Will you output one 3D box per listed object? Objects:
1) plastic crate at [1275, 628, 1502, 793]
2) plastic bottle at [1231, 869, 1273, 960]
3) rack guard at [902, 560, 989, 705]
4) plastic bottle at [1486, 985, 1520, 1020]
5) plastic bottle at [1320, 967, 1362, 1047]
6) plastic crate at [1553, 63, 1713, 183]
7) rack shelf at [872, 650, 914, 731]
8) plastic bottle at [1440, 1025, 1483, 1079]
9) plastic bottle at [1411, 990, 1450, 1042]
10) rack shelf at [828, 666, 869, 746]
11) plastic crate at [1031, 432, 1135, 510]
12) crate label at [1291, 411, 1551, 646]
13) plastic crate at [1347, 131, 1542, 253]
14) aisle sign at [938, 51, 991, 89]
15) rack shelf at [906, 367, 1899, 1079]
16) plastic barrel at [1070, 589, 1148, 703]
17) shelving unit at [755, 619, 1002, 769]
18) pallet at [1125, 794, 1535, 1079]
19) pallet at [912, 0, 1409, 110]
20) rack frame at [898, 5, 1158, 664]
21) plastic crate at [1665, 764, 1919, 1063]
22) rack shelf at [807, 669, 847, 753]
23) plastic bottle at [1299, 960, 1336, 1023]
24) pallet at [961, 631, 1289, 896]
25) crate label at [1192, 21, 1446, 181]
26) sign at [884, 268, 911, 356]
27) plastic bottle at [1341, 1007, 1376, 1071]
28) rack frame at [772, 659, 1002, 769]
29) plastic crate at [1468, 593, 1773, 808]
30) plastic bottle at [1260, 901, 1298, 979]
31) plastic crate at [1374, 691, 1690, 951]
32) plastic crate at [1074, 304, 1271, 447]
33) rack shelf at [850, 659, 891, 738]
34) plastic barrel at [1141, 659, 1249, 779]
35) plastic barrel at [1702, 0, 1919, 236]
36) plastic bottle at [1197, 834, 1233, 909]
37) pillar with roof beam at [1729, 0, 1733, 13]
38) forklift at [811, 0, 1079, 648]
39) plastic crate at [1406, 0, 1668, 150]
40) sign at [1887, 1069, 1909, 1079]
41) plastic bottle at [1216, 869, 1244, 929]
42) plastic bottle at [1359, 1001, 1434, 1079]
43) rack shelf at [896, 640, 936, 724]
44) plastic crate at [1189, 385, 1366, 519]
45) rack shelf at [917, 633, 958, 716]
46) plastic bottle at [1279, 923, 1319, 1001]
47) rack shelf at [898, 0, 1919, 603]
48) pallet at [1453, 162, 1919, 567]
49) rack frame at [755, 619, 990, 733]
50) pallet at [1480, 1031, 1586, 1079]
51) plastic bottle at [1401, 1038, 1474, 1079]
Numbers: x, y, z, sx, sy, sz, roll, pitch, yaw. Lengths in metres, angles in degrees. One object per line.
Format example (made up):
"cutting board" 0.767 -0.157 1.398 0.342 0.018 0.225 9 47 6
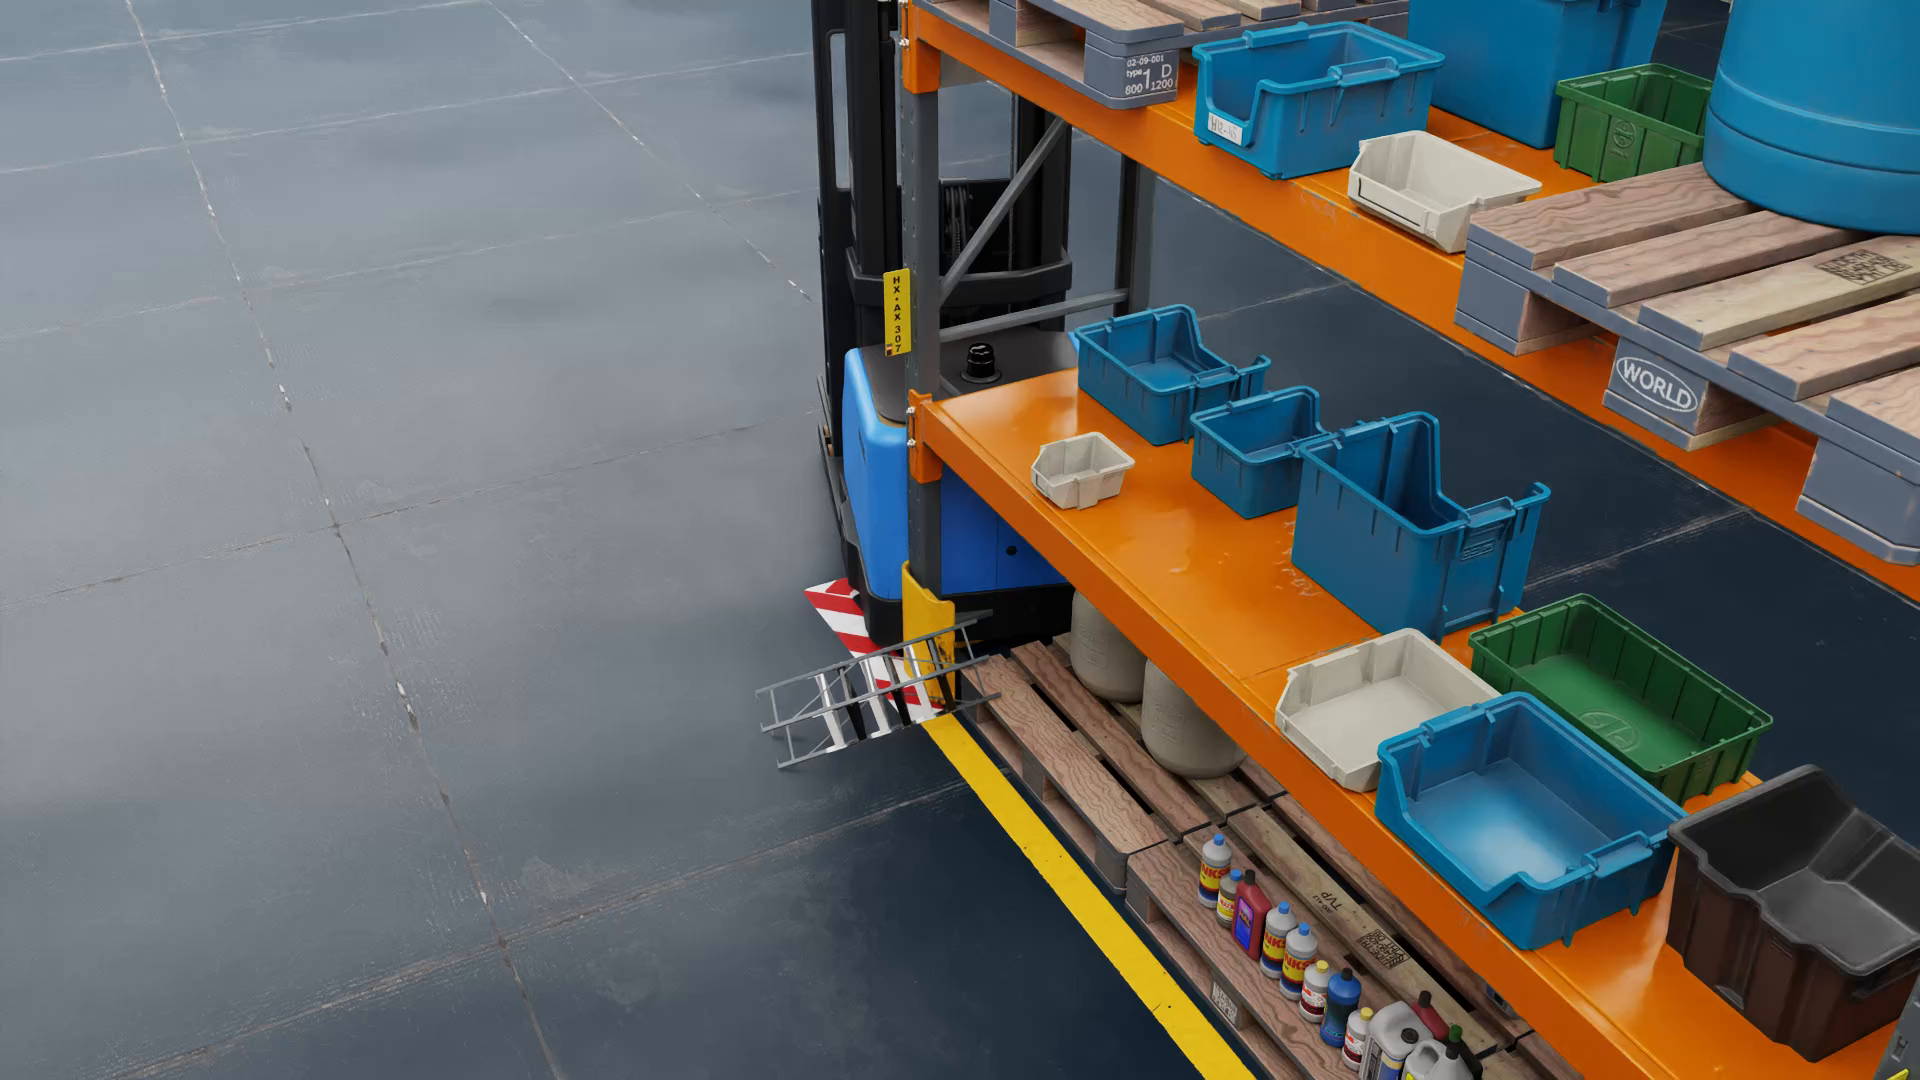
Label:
"plastic crate" 1.148 0.471 4.479 0.530 0.136 0.437 -16 36 -23
"plastic bottle" 0.923 1.177 5.243 0.061 0.283 0.133 -15 36 -22
"rack guard" 0.341 0.239 6.914 1.175 0.500 0.348 -16 36 -23
"plastic bottle" 1.714 1.299 5.059 0.152 0.276 0.135 -16 36 -23
"plastic bottle" 1.134 1.377 4.941 0.097 0.271 0.097 0 33 0
"plastic crate" 1.634 -0.924 3.828 0.336 0.188 0.450 -16 36 -23
"rack shelf" -0.262 0.574 6.413 0.077 0.200 0.258 -18 38 -1
"plastic bottle" 1.412 1.511 4.721 0.061 0.283 0.133 -16 36 -23
"plastic bottle" 1.355 1.443 4.827 0.061 0.283 0.133 -16 36 -23
"rack shelf" -0.433 0.630 6.409 0.077 0.200 0.258 -18 38 -1
"plastic crate" 0.396 -0.219 5.556 0.298 0.136 0.250 -16 36 -23
"crate label" 1.361 -0.043 5.003 0.502 0.435 0.616 -16 36 -23
"plastic crate" 1.023 -0.745 3.597 0.243 0.136 0.396 -16 36 -23
"aisle sign" -0.029 -1.893 5.515 0.394 0.787 0.004 -16 36 -23
"rack shelf" 1.196 0.419 4.982 1.077 0.370 4.000 -16 36 -23
"plastic barrel" 0.638 0.328 6.375 0.421 0.512 0.421 0 33 0
"shelving unit" -0.316 0.592 6.411 0.900 0.210 0.258 -18 38 -1
"pallet" 1.280 1.331 5.477 1.003 0.211 1.213 -16 36 -23
"pallet" 0.563 -1.602 4.865 1.003 0.211 1.213 -16 36 -23
"rack frame" 0.264 -0.838 6.277 1.000 3.000 0.127 -16 36 -23
"plastic crate" 1.997 0.815 3.755 0.767 0.338 0.504 -16 36 -23
"rack shelf" -0.519 0.658 6.407 0.077 0.200 0.258 -18 38 -1
"plastic bottle" 1.086 1.357 5.037 0.097 0.201 0.097 0 33 0
"pallet" 0.715 0.750 6.384 1.003 0.211 1.213 -16 36 -23
"crate label" 0.844 -1.062 3.984 0.502 0.251 0.408 -16 36 -23
"sign" -0.225 -0.818 5.990 0.100 0.325 0.005 -16 36 -23
"plastic bottle" 1.182 1.455 4.884 0.097 0.201 0.097 0 33 0
"rack frame" -0.292 0.668 6.474 0.900 0.006 0.240 -18 38 -1
"plastic crate" 1.746 0.441 4.477 0.450 0.188 0.662 -16 36 -23
"plastic bottle" 0.993 1.233 5.167 0.097 0.271 0.097 0 33 0
"plastic crate" 1.373 0.674 4.056 0.499 0.251 0.616 -16 36 -23
"plastic crate" 0.762 -0.612 6.062 0.499 0.251 0.616 -16 36 -23
"rack shelf" -0.348 0.602 6.411 0.077 0.200 0.258 -18 38 -1
"plastic barrel" 0.872 0.567 6.002 0.421 0.512 0.421 0 33 0
"plastic barrel" 1.760 -1.082 3.024 0.600 0.901 0.708 -16 36 -23
"plastic bottle" 0.834 1.069 5.422 0.097 0.271 0.097 0 33 0
"pillar with roof beam" 3.514 -7.520 11.146 9.100 9.000 0.400 -16 36 -23
"forklift" -0.107 -1.566 7.477 1.130 2.935 3.031 -5 33 -8
"plastic crate" 1.419 -1.260 4.170 0.392 0.384 0.575 -16 36 -23
"sign" 1.637 1.087 3.015 0.100 0.325 0.005 -16 36 -23
"plastic bottle" 0.882 1.148 5.364 0.097 0.201 0.097 0 33 0
"plastic bottle" 1.261 1.473 4.787 0.152 0.276 0.135 -15 36 -22
"rack shelf" -0.176 0.546 6.415 0.077 0.200 0.258 -18 38 -1
"plastic crate" 1.060 -0.300 5.576 0.499 0.251 0.408 -16 36 -23
"rack shelf" -0.091 0.518 6.416 0.077 0.200 0.258 -18 38 -1
"plastic bottle" 1.040 1.280 5.092 0.097 0.271 0.097 0 33 0
"rack shelf" 1.196 -0.844 4.173 1.077 0.370 4.000 -16 36 -23
"pallet" 1.706 -0.432 3.039 1.213 0.211 1.003 -16 36 -23
"rack frame" -0.339 0.515 6.349 0.900 0.006 0.240 -18 38 -1
"pallet" 1.853 1.914 4.567 1.003 0.211 1.213 -16 36 -23
"plastic bottle" 1.334 1.520 4.644 0.144 0.351 0.185 -16 36 -23
